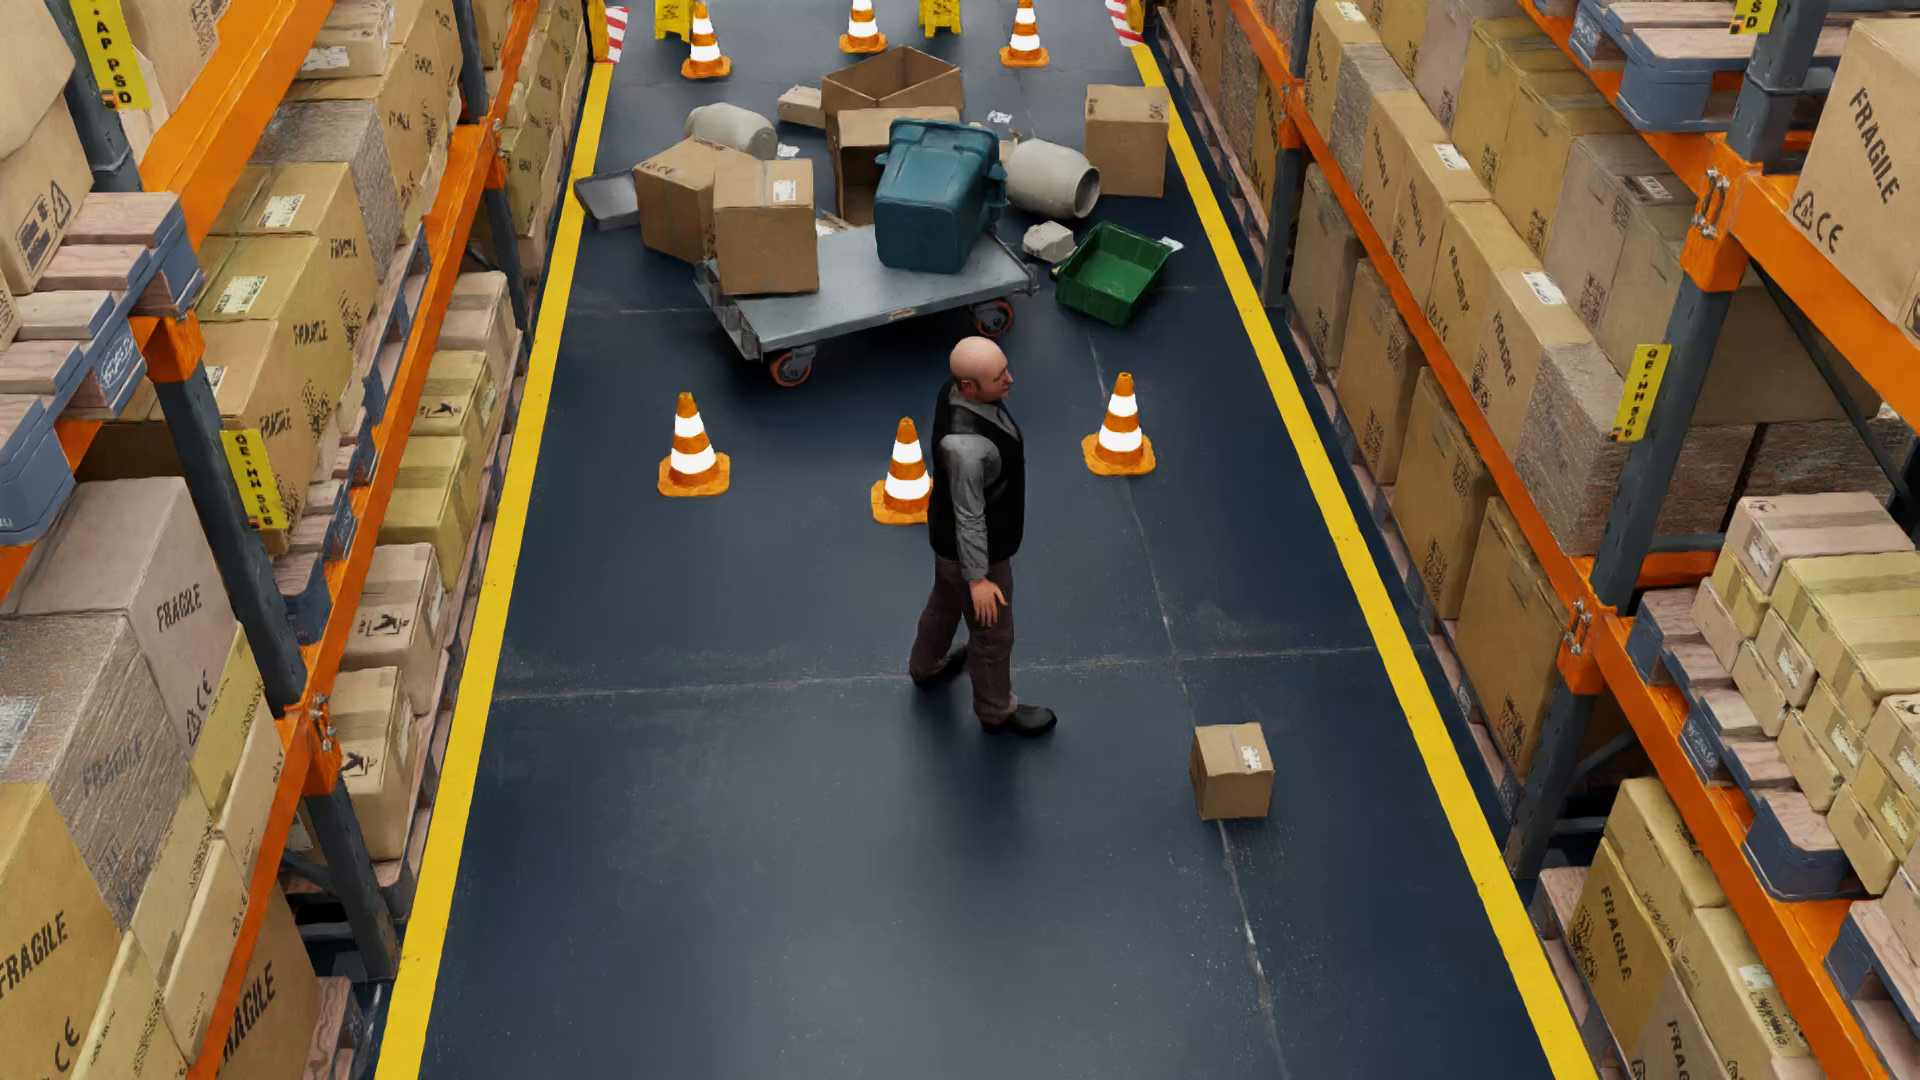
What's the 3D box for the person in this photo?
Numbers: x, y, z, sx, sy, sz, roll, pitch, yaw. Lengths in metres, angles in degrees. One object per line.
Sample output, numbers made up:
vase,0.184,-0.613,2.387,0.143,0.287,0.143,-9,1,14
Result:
person,0.089,0.006,6.148,0.577,1.722,0.689,-2,39,-2
